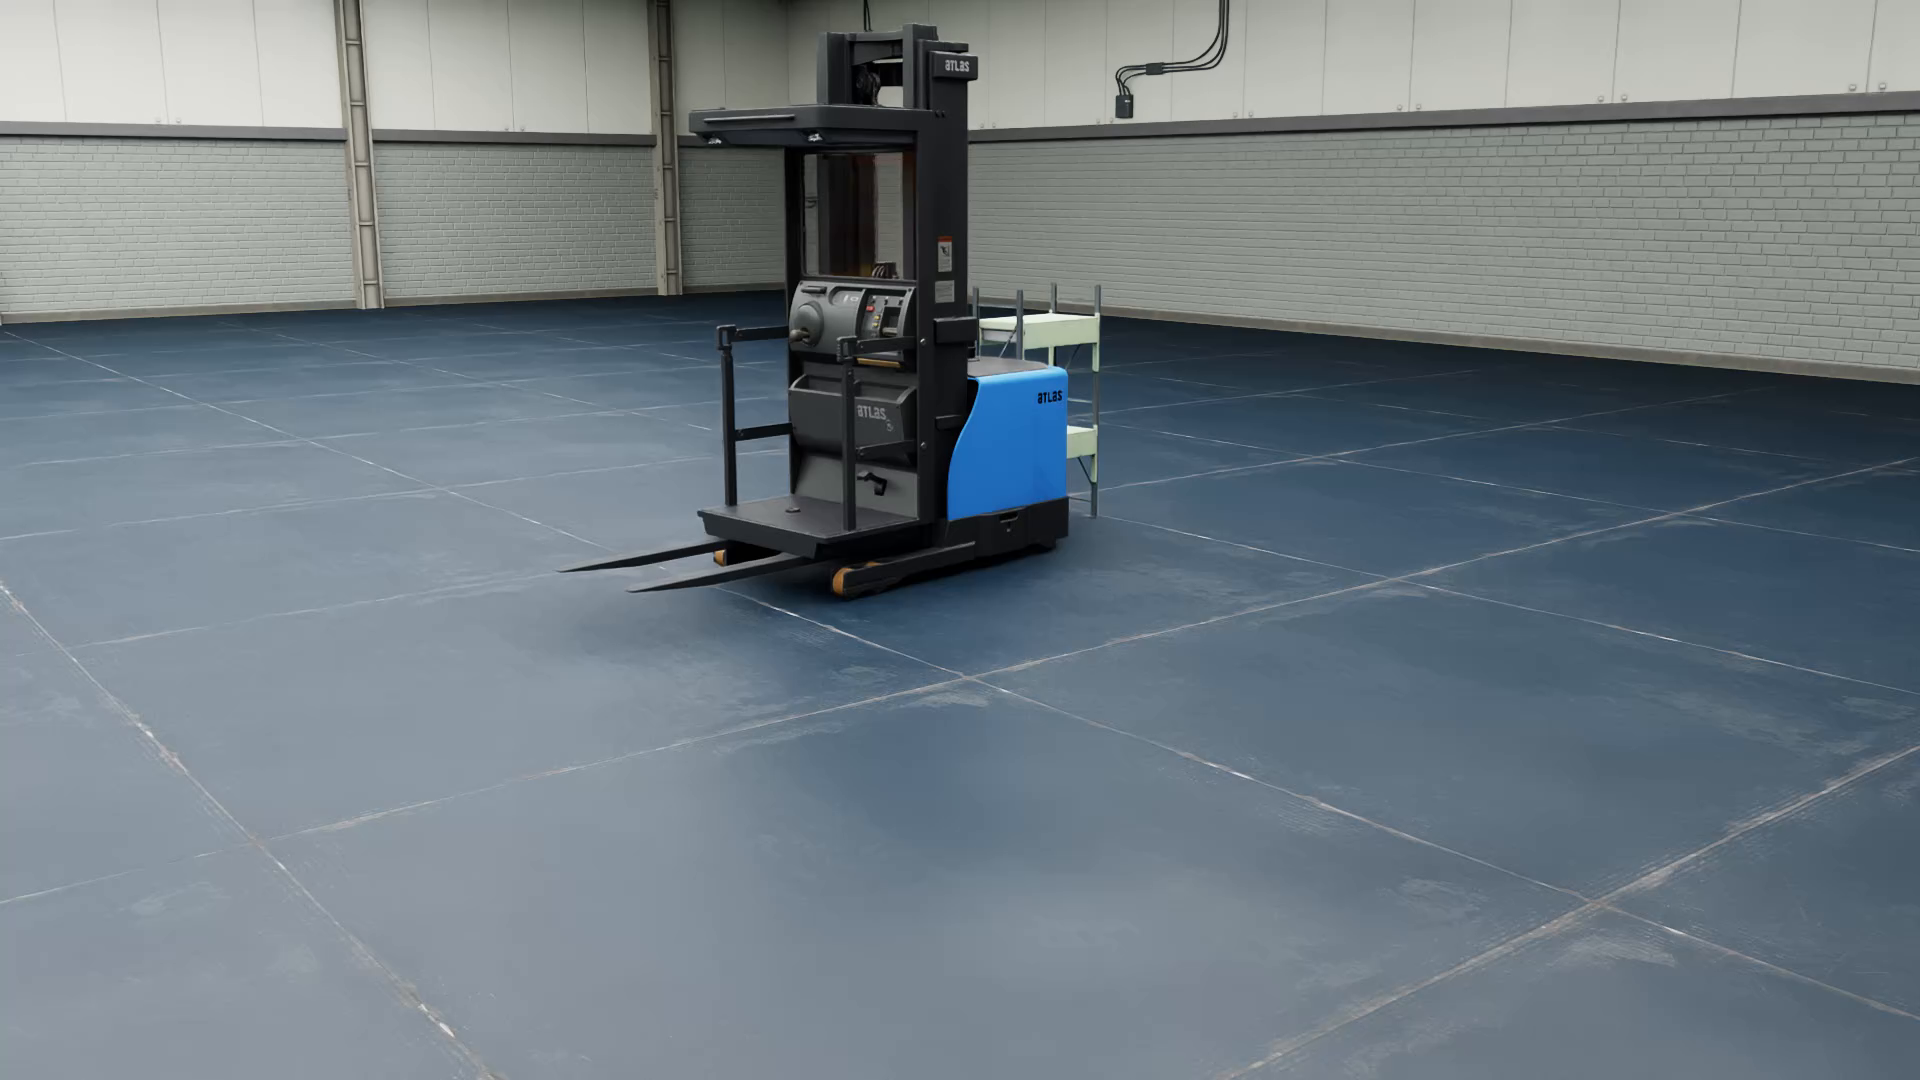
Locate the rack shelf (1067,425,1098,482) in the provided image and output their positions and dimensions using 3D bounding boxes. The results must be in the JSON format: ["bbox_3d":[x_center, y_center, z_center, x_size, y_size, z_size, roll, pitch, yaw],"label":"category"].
[{"bbox_3d":[0.485,-0.532,10.592,0.431,0.370,0.720,11,17,43],"label":"rack shelf"}]

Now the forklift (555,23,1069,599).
[{"bbox_3d":[-0.742,-1.245,8.933,1.130,2.935,3.031,11,17,43],"label":"forklift"}]

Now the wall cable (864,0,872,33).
[{"bbox_3d":[-0.969,-9.981,30.784,0.112,2.526,3.097,-9,15,-38],"label":"wall cable"}]

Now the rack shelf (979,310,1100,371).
[{"bbox_3d":[0.485,-1.232,10.443,0.431,0.370,0.720,11,17,43],"label":"rack shelf"}]

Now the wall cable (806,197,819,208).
[{"bbox_3d":[-2.659,-7.949,33.375,0.112,2.526,3.097,-9,15,-38],"label":"wall cable"}]

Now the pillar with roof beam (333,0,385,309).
[{"bbox_3d":[-7.781,-7.823,25.307,0.400,9.000,9.100,-9,15,-38],"label":"pillar with roof beam"}]

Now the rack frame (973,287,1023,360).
[{"bbox_3d":[0.229,-0.796,10.267,0.400,1.500,0.023,11,17,43],"label":"rack frame"}]

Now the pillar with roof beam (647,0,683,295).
[{"bbox_3d":[-3.096,-8.602,28.974,0.400,9.000,9.100,-9,15,-38],"label":"pillar with roof beam"}]

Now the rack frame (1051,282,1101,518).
[{"bbox_3d":[0.740,-0.905,10.781,0.400,1.500,0.023,11,17,43],"label":"rack frame"}]

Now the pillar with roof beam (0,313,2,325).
[{"bbox_3d":[-12.467,-7.045,21.641,0.400,9.000,9.100,-9,15,-38],"label":"pillar with roof beam"}]

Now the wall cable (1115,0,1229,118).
[{"bbox_3d":[3.259,-9.590,25.438,0.169,6.003,2.305,-9,15,-38],"label":"wall cable"}]

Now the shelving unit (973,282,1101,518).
[{"bbox_3d":[0.485,-0.851,10.524,0.431,1.500,0.755,11,17,43],"label":"shelving unit"}]
